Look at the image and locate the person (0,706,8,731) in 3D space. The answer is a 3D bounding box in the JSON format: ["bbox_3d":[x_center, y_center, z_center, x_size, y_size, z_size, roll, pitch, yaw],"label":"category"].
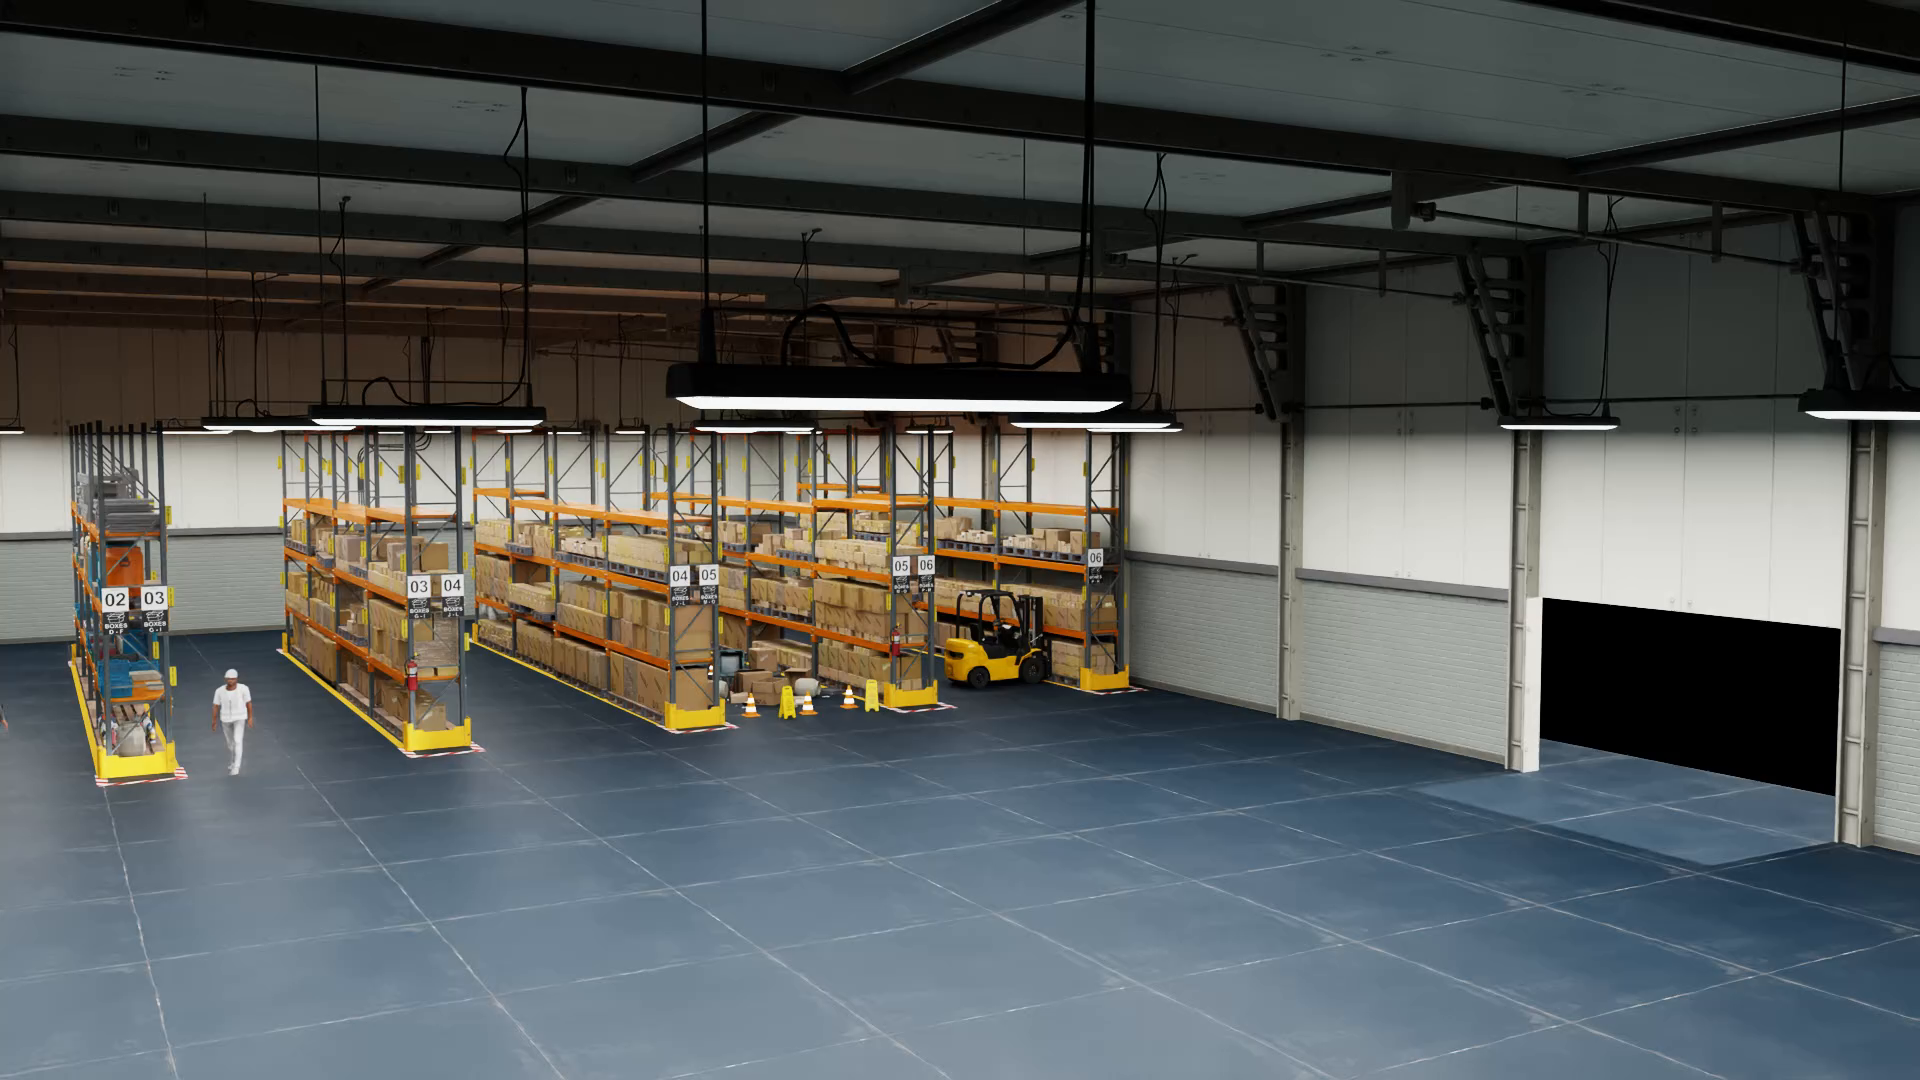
[{"bbox_3d":[-16.454,3.139,28.083,0.943,1.711,0.605,2,4,29],"label":"person"}]

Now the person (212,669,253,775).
[{"bbox_3d":[-12.439,3.078,28.376,0.586,1.751,0.735,0,4,-6],"label":"person"}]

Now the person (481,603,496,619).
[{"bbox_3d":[-14.014,1.752,49.639,0.556,1.760,0.743,1,4,14],"label":"person"}]
